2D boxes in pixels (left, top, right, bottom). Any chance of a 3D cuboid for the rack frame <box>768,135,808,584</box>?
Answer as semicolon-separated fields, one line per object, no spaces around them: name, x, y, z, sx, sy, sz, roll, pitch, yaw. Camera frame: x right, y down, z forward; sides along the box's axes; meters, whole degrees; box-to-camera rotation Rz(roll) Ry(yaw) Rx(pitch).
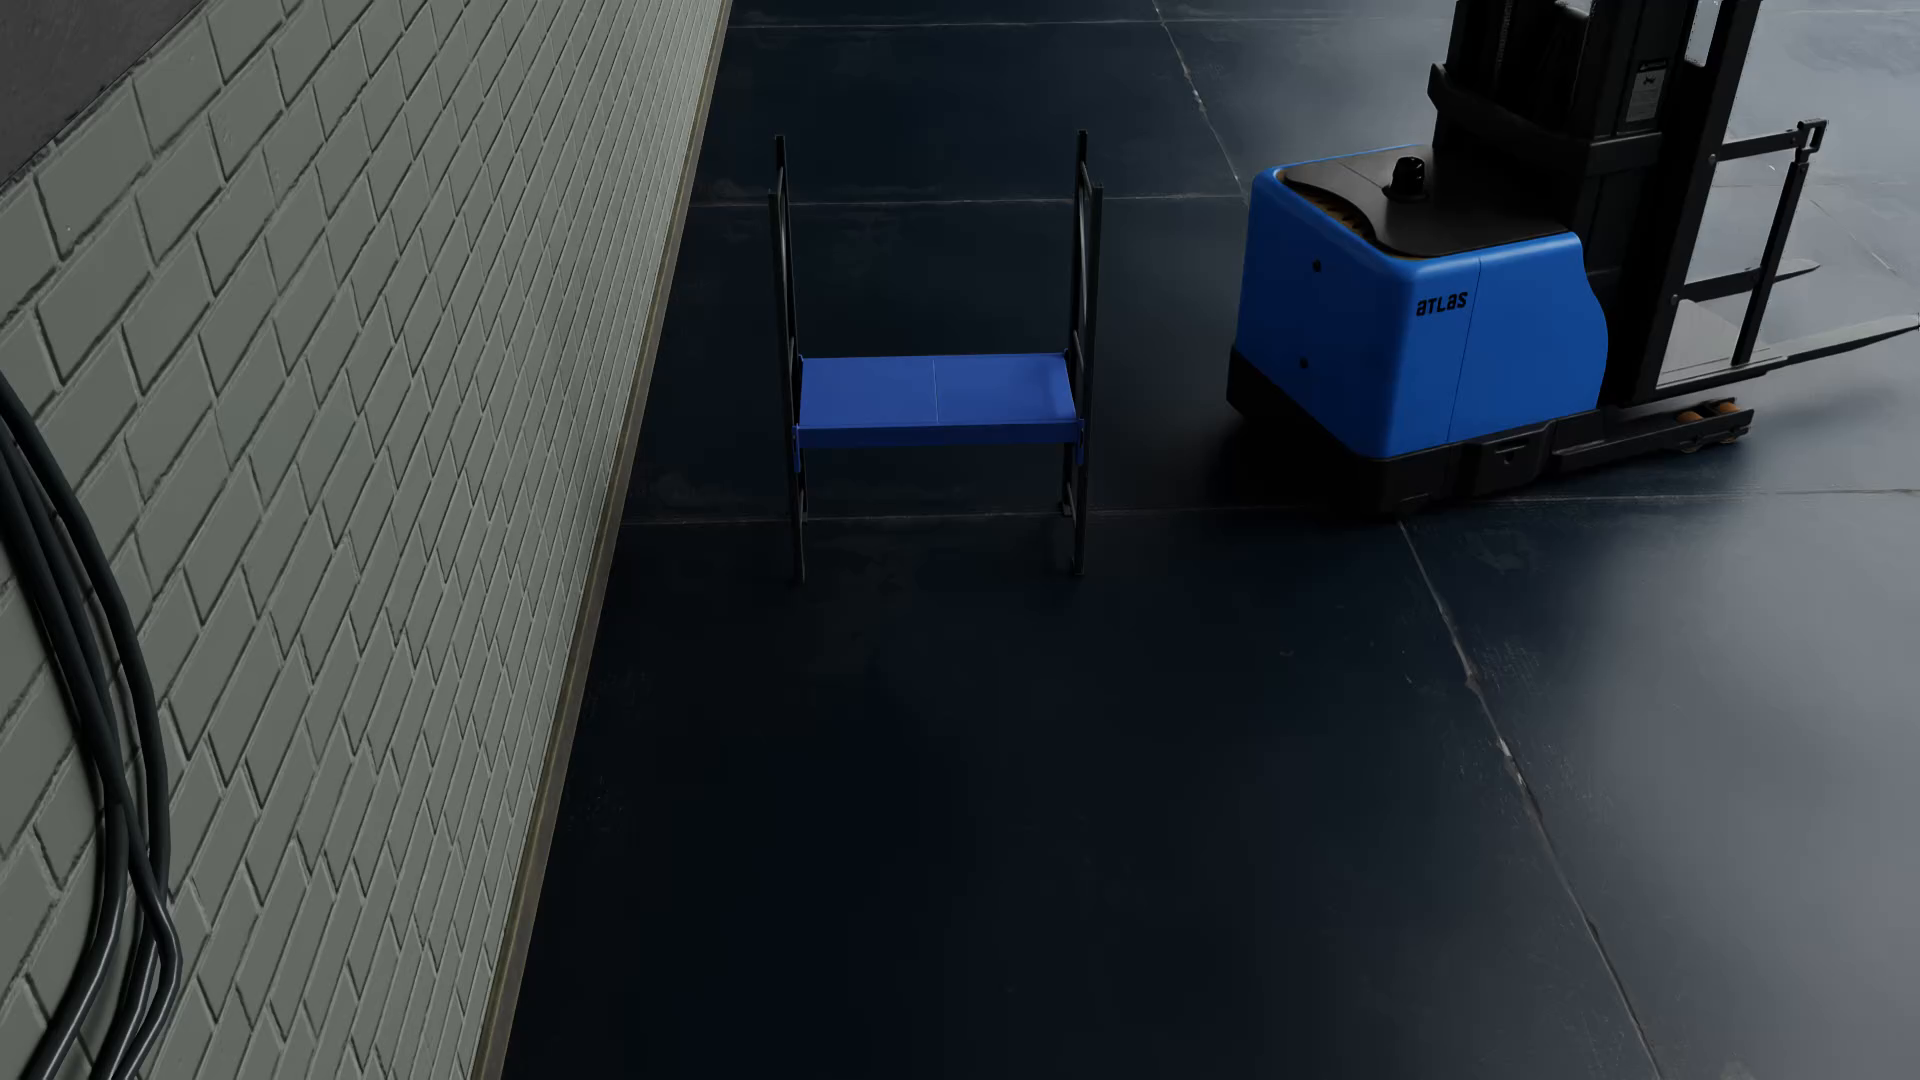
rack frame;-0.593;-0.601;5.800;0.032;1.500;0.500;-2;35;-2

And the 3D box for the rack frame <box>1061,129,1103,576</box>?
rack frame;0.423;-0.628;5.840;0.032;1.500;0.500;-2;35;-2

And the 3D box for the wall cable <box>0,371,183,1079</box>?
wall cable;-1.035;0.353;0.561;0.112;2.526;3.097;-2;35;-2

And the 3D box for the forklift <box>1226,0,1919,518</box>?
forklift;2.686;-1.823;6.309;3.031;2.935;1.130;-13;37;-18

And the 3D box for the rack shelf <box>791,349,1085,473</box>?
rack shelf;-0.085;-0.467;5.922;1.000;0.185;0.538;-2;35;-2

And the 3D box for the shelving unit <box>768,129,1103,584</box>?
shelving unit;-0.085;-0.614;5.820;1.048;1.500;0.538;-2;35;-2
